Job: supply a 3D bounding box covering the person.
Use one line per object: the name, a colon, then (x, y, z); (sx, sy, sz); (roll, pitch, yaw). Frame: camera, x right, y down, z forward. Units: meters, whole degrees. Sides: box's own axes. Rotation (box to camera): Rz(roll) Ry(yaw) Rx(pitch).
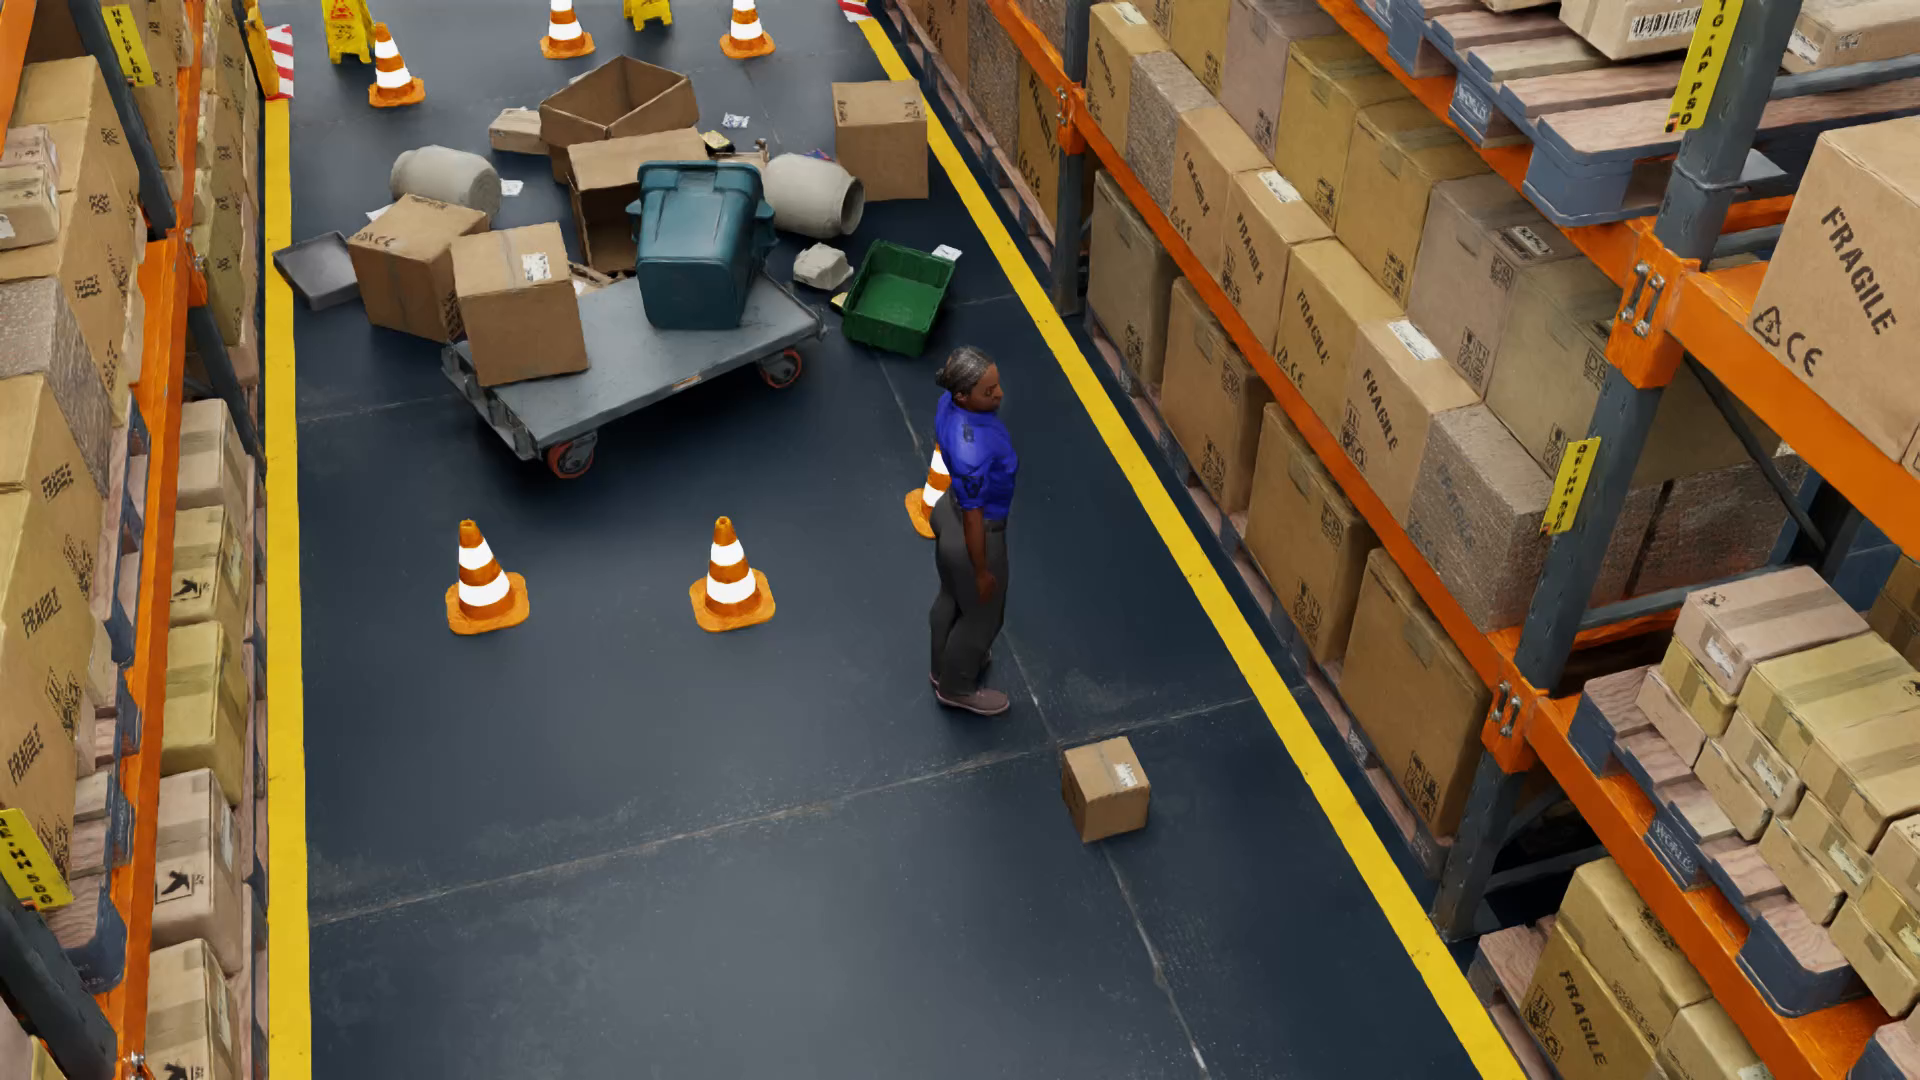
person: (0.027, -0.038, 6.188); (0.295, 1.666, 0.565); (-8, 43, -9)
